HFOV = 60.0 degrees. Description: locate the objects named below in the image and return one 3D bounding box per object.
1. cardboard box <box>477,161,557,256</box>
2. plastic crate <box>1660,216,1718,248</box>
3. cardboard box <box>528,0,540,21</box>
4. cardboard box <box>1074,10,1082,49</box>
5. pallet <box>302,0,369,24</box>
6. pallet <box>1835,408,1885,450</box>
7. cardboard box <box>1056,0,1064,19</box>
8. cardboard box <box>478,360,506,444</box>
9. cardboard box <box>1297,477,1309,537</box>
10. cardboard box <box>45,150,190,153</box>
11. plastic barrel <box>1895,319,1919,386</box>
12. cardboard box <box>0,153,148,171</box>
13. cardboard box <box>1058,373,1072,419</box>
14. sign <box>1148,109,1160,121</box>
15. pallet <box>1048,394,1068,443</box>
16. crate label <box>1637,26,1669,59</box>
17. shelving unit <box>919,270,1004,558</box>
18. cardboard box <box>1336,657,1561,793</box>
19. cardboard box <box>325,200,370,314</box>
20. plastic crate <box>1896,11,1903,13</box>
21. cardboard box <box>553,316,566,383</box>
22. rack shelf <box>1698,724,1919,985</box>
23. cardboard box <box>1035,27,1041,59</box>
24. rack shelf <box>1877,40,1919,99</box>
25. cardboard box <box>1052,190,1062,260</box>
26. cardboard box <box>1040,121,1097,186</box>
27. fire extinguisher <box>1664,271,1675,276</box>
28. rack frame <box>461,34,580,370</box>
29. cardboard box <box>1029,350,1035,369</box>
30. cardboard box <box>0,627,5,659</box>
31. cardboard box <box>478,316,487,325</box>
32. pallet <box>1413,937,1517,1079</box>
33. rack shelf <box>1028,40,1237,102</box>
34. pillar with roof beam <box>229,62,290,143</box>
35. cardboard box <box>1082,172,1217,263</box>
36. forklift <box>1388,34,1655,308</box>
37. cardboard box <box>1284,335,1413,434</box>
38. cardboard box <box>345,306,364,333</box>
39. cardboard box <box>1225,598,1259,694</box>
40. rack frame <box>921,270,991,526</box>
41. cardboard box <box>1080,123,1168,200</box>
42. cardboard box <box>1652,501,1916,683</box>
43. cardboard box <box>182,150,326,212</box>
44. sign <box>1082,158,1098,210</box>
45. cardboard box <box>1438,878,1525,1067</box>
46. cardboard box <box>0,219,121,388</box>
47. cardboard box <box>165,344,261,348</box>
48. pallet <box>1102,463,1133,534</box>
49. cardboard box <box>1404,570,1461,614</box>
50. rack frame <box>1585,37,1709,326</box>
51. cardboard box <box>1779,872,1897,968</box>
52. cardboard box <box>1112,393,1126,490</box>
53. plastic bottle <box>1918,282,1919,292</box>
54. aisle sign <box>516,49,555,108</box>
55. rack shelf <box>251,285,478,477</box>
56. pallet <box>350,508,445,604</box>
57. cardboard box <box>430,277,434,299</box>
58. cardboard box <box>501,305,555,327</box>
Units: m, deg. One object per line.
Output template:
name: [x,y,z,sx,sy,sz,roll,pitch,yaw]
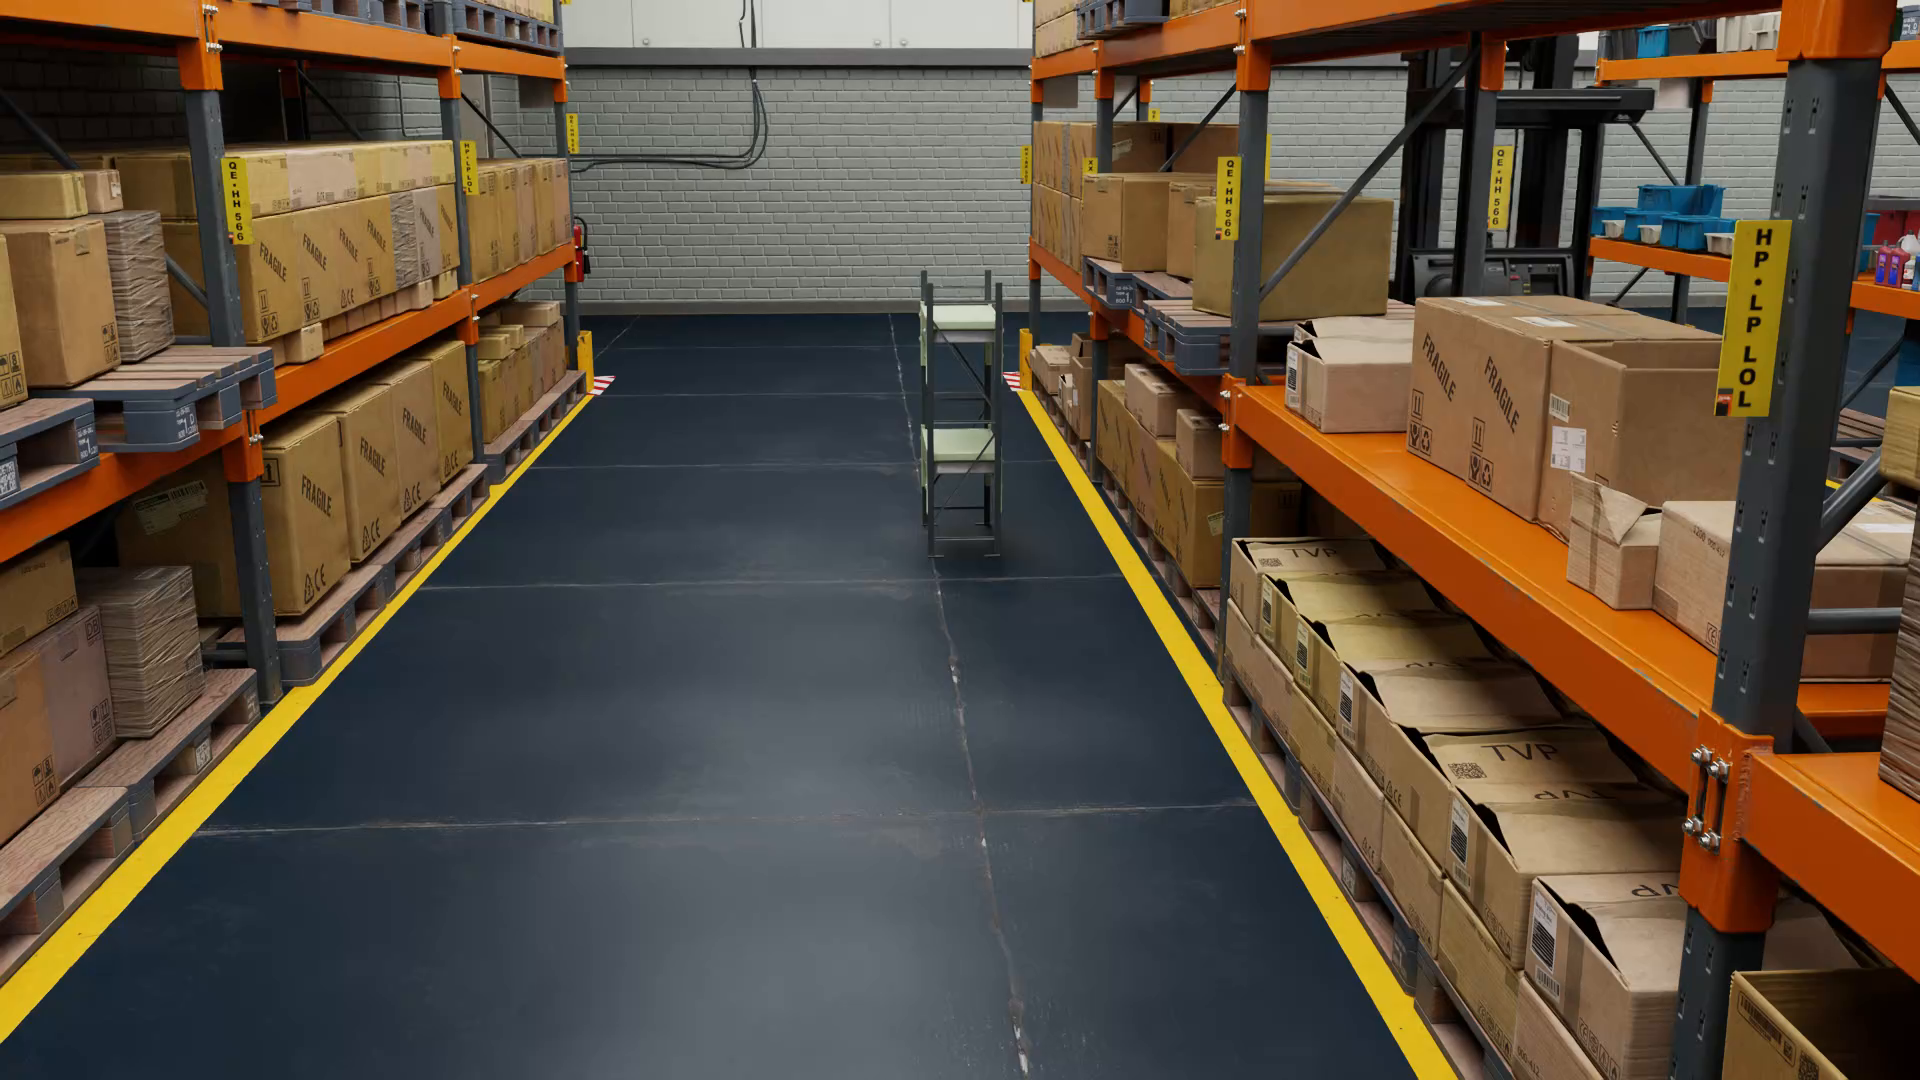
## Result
cardboard box: [-3.728,-2.599,13.007,0.980,0.700,0.700,-1,14,-4]
plastic crate: [5.831,-2.468,13.316,0.416,0.233,0.300,-1,14,-3]
cardboard box: [-3.482,-4.086,12.624,0.500,0.250,0.500,-1,14,-6]
cardboard box: [1.050,-3.465,11.256,0.500,0.250,0.500,-1,14,-3]
pallet: [-3.495,-2.570,7.856,1.003,0.211,1.213,0,14,-1]
pallet: [6.226,-0.751,12.023,1.003,0.211,1.213,-1,14,-3]
cardboard box: [0.979,-3.956,12.160,0.500,0.250,0.500,-1,14,-3]
cardboard box: [-3.522,-0.947,11.361,0.700,0.500,0.500,-1,14,-3]
cardboard box: [1.833,-0.099,8.026,0.500,0.500,0.500,-1,14,-5]
cardboard box: [-3.645,-1.575,7.284,0.500,0.250,0.500,-1,14,-5]
plastic barrel: [6.327,-0.971,10.649,0.600,0.901,0.708,-1,14,-3]
cardboard box: [-3.617,-1.446,6.784,0.500,0.250,0.500,0,14,-2]
cardboard box: [1.001,-1.079,12.212,0.500,0.311,0.500,-1,14,-3]
sign: [1.673,-3.556,14.370,0.100,0.325,0.005,-1,14,-3]
pallet: [1.246,-0.968,12.867,1.003,0.211,1.213,-1,14,-3]
crate label: [5.797,-4.061,13.567,0.408,0.251,0.502,-1,14,-3]
shelving unit: [0.000,-0.725,9.333,0.431,1.500,0.755,-1,14,-3]
cardboard box: [1.456,0.528,5.006,0.500,0.311,0.500,-1,14,-4]
cardboard box: [-3.158,-1.353,7.926,0.500,0.500,0.500,-1,14,-4]
plastic crate: [6.507,-3.622,11.827,0.497,0.269,0.590,-1,14,-3]
cardboard box: [-3.682,-1.582,13.827,0.700,0.500,0.500,-1,14,-3]
rack shelf: [1.986,0.991,1.097,1.077,0.370,4.000,-1,14,-3]
cardboard box: [0.896,-4.087,13.673,0.500,0.250,0.500,-1,14,-3]
rack shelf: [6.434,-2.526,8.750,1.077,0.370,4.000,-1,14,-3]
cardboard box: [0.977,-2.395,12.616,0.500,0.500,0.500,-1,14,-3]
cardboard box: [0.923,-3.127,13.453,0.500,0.500,0.500,-1,14,-3]
fire extinguisher: [6.507,-2.741,15.063,0.296,0.674,0.183,-1,14,-3]
rack frame: [-3.826,-2.761,14.239,1.000,3.000,0.127,-1,14,-3]
cardboard box: [0.801,-1.562,14.415,0.380,0.149,0.250,-1,14,-3]
cardboard box: [-3.224,0.311,4.925,0.500,0.250,0.500,-1,14,-4]
cardboard box: [-3.810,-1.608,12.630,0.380,0.149,0.250,-1,14,-3]
pallet: [1.777,1.313,3.998,1.003,0.211,1.213,-1,14,-3]
rack shelf: [1.242,-3.446,12.322,1.077,0.370,4.000,-1,14,-3]
pillar with roof beam: [-0.188,-4.899,10.508,9.100,9.000,0.400,-1,14,-3]
cardboard box: [1.172,-1.975,10.137,0.700,0.500,0.500,-6,16,-22]
forklift: [3.056,-1.452,9.289,1.130,2.935,3.031,-1,14,-3]
cardboard box: [1.476,-0.581,5.942,0.500,0.311,0.500,-1,14,-4]
cardboard box: [-3.225,-1.127,8.349,0.380,0.149,0.250,-1,14,-3]
cardboard box: [1.353,0.414,6.573,0.500,0.250,0.500,-1,14,-4]
rack frame: [-0.022,-0.816,9.687,0.400,1.500,0.023,-1,14,-3]
cardboard box: [1.076,-2.498,11.010,0.500,0.500,0.500,-1,14,-3]
cardboard box: [1.788,0.096,3.433,0.500,0.250,0.500,0,14,0]
cardboard box: [-3.135,-1.588,7.334,0.500,0.250,0.500,-1,14,-4]
sign: [0.825,-2.253,10.526,0.100,0.325,0.005,-1,14,-3]
cardboard box: [1.517,1.049,4.103,0.500,0.250,0.500,-1,14,-4]
cardboard box: [-3.229,-0.778,5.447,0.700,0.500,0.500,-2,15,-9]
cardboard box: [-3.119,-0.745,6.867,0.380,0.149,0.250,-1,14,-4]
pallet: [1.454,-0.292,10.237,1.003,0.211,1.213,-1,14,-3]
cardboard box: [1.931,0.263,6.034,0.500,0.311,0.500,-1,14,-4]
rack frame: [6.062,-2.914,14.833,1.000,3.000,0.127,-1,14,-3]
cardboard box: [2.085,0.896,3.575,0.500,0.311,0.500,-1,14,-3]
cardboard box: [1.197,-0.590,9.933,0.500,0.500,0.500,-1,14,-3]
plastic bottle: [5.981,-1.647,10.158,0.152,0.276,0.135,-1,14,-3]
aisle sign: [-3.531,-4.043,14.003,0.394,0.787,0.004,-1,14,-3]
rack shelf: [-3.454,-0.921,8.529,1.077,0.370,4.000,-1,14,-3]
pallet: [-3.376,0.079,8.797,1.003,0.211,1.213,-1,14,-3]
cardboard box: [-3.264,-1.447,9.596,0.380,0.149,0.250,0,14,-2]
cardboard box: [-3.476,-1.803,13.386,0.380,0.149,0.250,0,14,-2]
